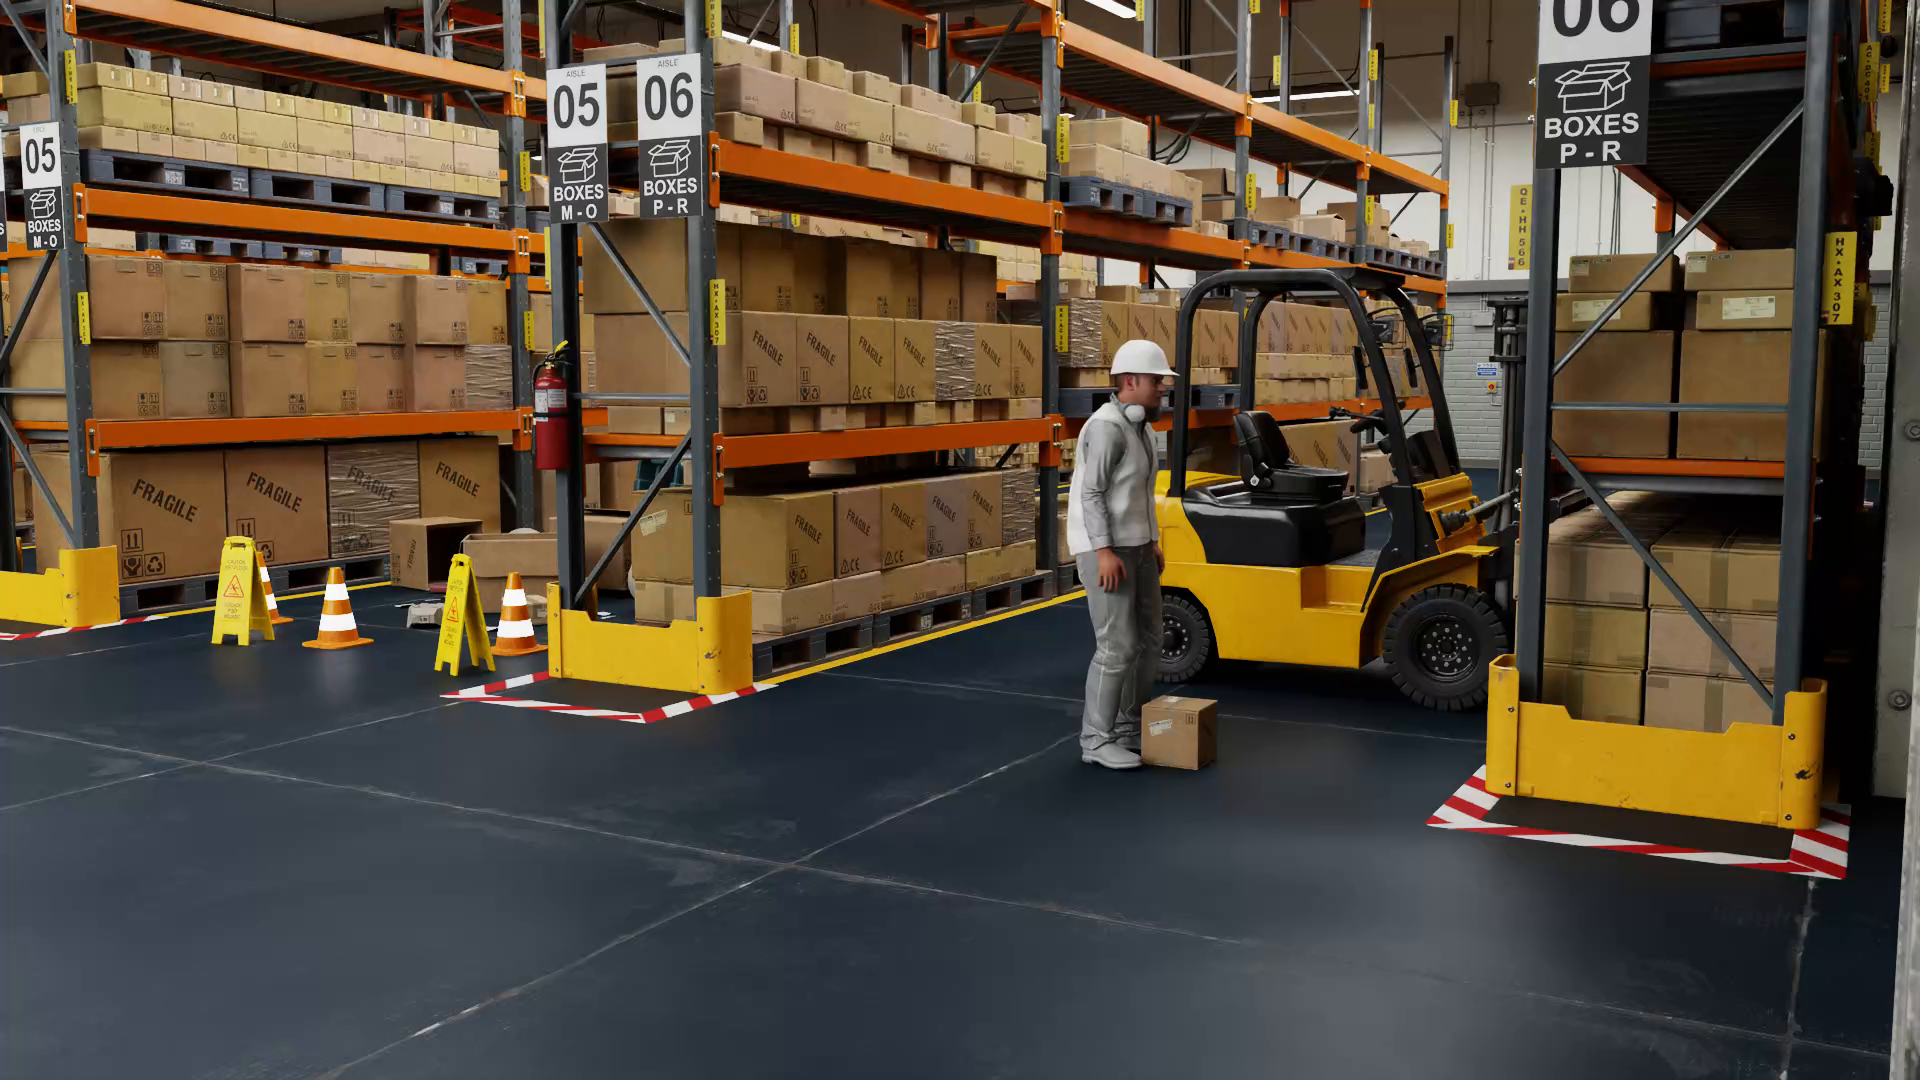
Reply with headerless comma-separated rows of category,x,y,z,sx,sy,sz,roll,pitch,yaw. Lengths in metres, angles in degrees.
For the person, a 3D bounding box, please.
person,0.695,0.043,7.059,0.462,1.772,0.581,3,7,29
